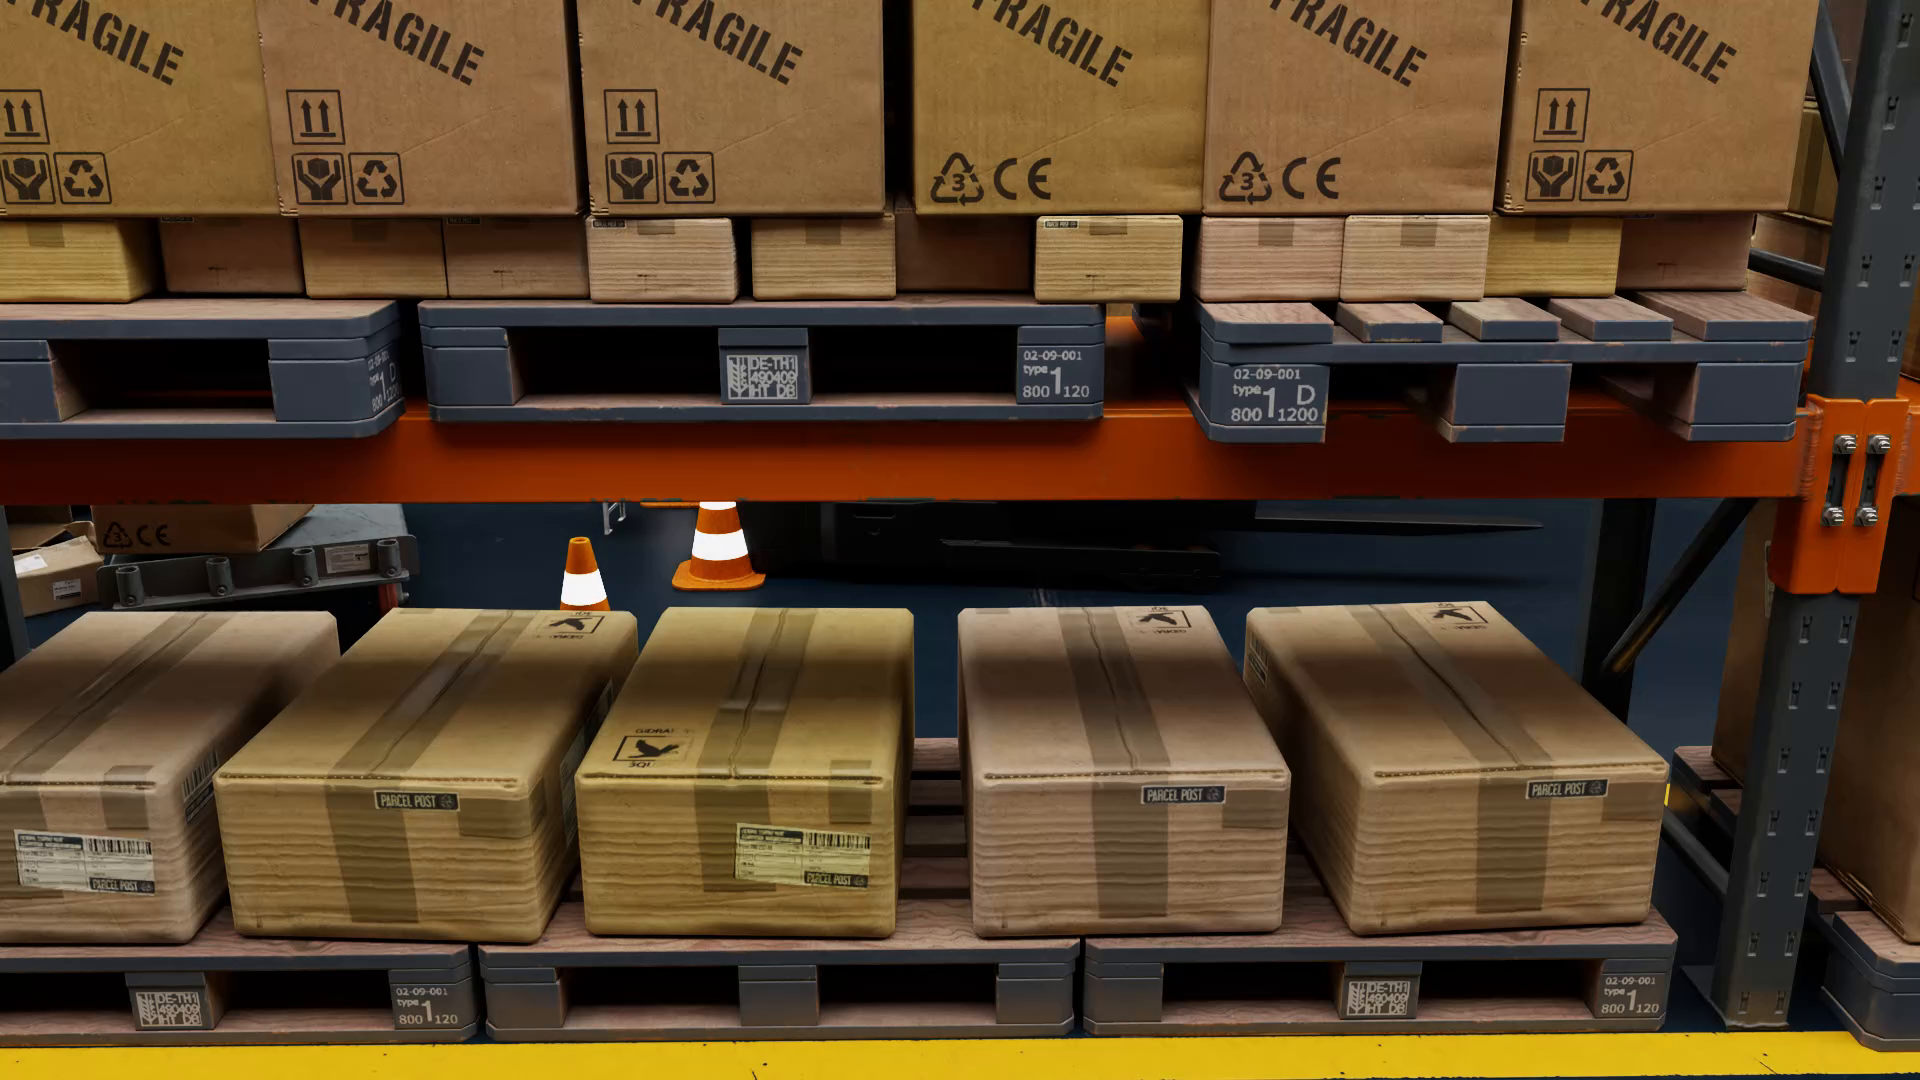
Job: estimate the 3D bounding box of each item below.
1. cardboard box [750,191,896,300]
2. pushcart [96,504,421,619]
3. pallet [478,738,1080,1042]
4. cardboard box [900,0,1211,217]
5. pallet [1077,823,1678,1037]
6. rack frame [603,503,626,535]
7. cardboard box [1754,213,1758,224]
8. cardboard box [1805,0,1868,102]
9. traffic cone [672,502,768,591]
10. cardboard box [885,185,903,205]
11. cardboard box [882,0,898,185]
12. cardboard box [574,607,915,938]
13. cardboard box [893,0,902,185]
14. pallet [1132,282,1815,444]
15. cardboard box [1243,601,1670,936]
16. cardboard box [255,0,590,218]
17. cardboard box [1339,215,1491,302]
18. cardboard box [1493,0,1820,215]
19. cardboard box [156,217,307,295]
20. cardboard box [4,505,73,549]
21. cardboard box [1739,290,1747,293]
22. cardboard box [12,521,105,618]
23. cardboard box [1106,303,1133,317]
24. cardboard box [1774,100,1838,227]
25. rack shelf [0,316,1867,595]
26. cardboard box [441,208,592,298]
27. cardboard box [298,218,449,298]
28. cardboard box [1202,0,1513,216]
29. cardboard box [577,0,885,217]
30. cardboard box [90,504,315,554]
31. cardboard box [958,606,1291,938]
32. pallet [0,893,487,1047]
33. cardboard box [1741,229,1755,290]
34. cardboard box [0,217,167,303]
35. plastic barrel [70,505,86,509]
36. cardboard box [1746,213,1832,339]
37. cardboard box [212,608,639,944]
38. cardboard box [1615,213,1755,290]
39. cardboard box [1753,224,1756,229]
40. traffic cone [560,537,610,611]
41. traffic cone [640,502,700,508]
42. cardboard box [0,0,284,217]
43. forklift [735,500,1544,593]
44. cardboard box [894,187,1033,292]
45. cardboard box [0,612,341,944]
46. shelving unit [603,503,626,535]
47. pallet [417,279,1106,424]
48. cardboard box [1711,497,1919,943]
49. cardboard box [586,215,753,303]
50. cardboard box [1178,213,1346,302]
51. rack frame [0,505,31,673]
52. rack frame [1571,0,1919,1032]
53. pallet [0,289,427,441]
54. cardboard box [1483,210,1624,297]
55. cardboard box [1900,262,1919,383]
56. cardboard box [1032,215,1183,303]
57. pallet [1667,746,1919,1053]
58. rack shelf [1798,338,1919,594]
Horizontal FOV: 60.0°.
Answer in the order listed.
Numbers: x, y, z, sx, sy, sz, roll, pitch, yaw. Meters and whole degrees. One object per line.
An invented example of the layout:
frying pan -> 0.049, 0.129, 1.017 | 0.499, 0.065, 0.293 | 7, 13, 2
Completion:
cardboard box -> -0.246, -0.549, 3.073 | 0.250, 0.149, 0.380 | -1, 18, -3
pushcart -> -2.460, -0.002, 5.937 | 0.936, 0.377, 1.648 | -7, 19, -20
pallet -> -0.372, 0.762, 3.826 | 1.213, 0.211, 1.003 | 0, 18, -1
cardboard box -> 0.154, -0.867, 3.003 | 0.500, 0.500, 0.500 | -1, 18, -5
pallet -> 0.844, 0.757, 3.842 | 1.213, 0.211, 1.003 | 0, 18, -1
rack frame -> -1.393, -0.627, 6.538 | 0.015, 1.200, 0.240 | 2, 18, 5
cardboard box -> 4.171, -1.545, 8.631 | 0.500, 0.250, 0.500 | 0, 18, 1
cardboard box -> 2.139, -1.180, 3.515 | 0.500, 0.500, 0.500 | -1, 18, -2
traffic cone -> -0.882, -0.087, 6.062 | 0.334, 0.463, 0.336 | 0, 18, -1
cardboard box -> -0.057, -0.698, 3.536 | 0.250, 0.149, 0.380 | 0, 18, 1
cardboard box -> -0.380, -1.022, 3.486 | 0.500, 0.500, 0.500 | -1, 18, -3
cardboard box -> -0.435, 0.485, 3.740 | 0.625, 0.372, 0.950 | 0, 18, 1
cardboard box -> 0.120, -1.022, 3.486 | 0.500, 0.500, 0.500 | 0, 18, 0
pallet -> 0.915, -0.447, 3.343 | 1.003, 0.211, 1.213 | 0, 18, -1
cardboard box -> 1.061, 0.477, 3.765 | 0.625, 0.372, 0.950 | -1, 18, -5
cardboard box -> -0.905, -0.859, 2.978 | 0.500, 0.500, 0.500 | 0, 18, -1
cardboard box -> 0.784, -0.543, 3.052 | 0.250, 0.149, 0.380 | 0, 18, -1
cardboard box -> 1.176, -0.876, 3.030 | 0.500, 0.500, 0.500 | -1, 18, -2
cardboard box -> -1.284, -0.564, 3.120 | 0.250, 0.149, 0.380 | 1, 18, 3
cardboard box -> -3.722, -0.200, 6.125 | 0.503, 0.637, 0.797 | 0, 18, -1
cardboard box -> 3.684, -1.030, 8.254 | 0.500, 0.500, 0.500 | -1, 18, -2
cardboard box -> -3.222, 0.096, 5.815 | 0.396, 0.266, 0.258 | -15, 23, -39
cardboard box -> 0.836, -1.239, 8.494 | 0.750, 0.750, 1.050 | -1, 18, -2
cardboard box -> 2.106, -0.821, 3.622 | 0.500, 0.250, 0.500 | 0, 18, -1
rack shelf -> -0.374, -0.222, 3.506 | 4.000, 0.370, 1.077 | 0, 18, -1
cardboard box -> -0.779, -0.554, 3.086 | 0.250, 0.149, 0.380 | 0, 18, 0
cardboard box -> -1.026, -0.553, 3.084 | 0.250, 0.149, 0.380 | 0, 18, 0
cardboard box -> 0.659, -0.870, 3.012 | 0.500, 0.500, 0.500 | -1, 18, -2
cardboard box -> -0.392, -0.865, 2.996 | 0.500, 0.500, 0.500 | -1, 18, -3
cardboard box -> -2.432, -0.269, 5.327 | 0.500, 0.500, 0.500 | 0, 18, -1
cardboard box -> 0.323, 0.483, 3.746 | 0.625, 0.372, 0.950 | -1, 18, -2
pallet -> -1.595, 0.769, 3.805 | 1.213, 0.211, 1.003 | 0, 18, -1
cardboard box -> 3.663, -1.385, 8.133 | 0.500, 0.250, 0.500 | -1, 18, -3
cardboard box -> -1.566, -0.540, 3.043 | 0.250, 0.149, 0.380 | 0, 18, 0
plastic barrel -> -3.663, -0.365, 6.993 | 0.421, 0.421, 0.512 | 14, 22, 37
cardboard box -> 2.127, -0.584, 3.704 | 0.500, 0.250, 0.500 | -1, 18, -3
cardboard box -> -1.131, 0.489, 3.728 | 0.625, 0.372, 0.950 | 1, 18, 3
cardboard box -> 1.302, -0.581, 3.172 | 0.250, 0.149, 0.380 | 0, 18, 1
cardboard box -> 4.191, -1.392, 8.154 | 0.500, 0.250, 0.500 | 1, 18, 2
traffic cone -> -1.156, 0.220, 5.105 | 0.334, 0.463, 0.336 | 0, 18, -1
traffic cone -> -1.188, -0.403, 7.047 | 0.334, 0.463, 0.336 | 0, 18, -1
cardboard box -> -1.400, -0.861, 2.983 | 0.500, 0.500, 0.500 | 0, 18, -1
forklift -> 0.621, -1.377, 6.042 | 3.031, 2.935, 1.130 | 2, 18, 5
cardboard box -> 0.004, -0.576, 3.155 | 0.250, 0.149, 0.380 | 0, 18, 0
cardboard box -> -1.849, 0.493, 3.714 | 0.625, 0.372, 0.950 | 0, 18, 0
shelving unit -> -1.150, -0.620, 6.516 | 0.503, 1.200, 0.258 | 2, 18, 5
pallet -> -0.353, -0.461, 3.387 | 1.213, 0.211, 1.003 | 0, 18, -1
cardboard box -> 2.318, 0.260, 3.618 | 0.875, 0.875, 0.875 | 0, 18, -1
cardboard box -> -0.512, -0.539, 3.041 | 0.250, 0.149, 0.380 | 0, 18, 1
cardboard box -> 0.532, -0.544, 3.056 | 0.250, 0.149, 0.380 | -1, 18, -3
rack frame -> -2.374, -0.555, 3.366 | 0.127, 3.000, 1.000 | 0, 18, -1
rack frame -> 1.626, -0.574, 3.426 | 0.127, 3.000, 1.000 | 0, 18, -1
pallet -> -1.607, -0.423, 3.268 | 1.213, 0.211, 1.003 | 0, 18, -1
cardboard box -> 1.035, -0.558, 3.099 | 0.250, 0.149, 0.380 | 0, 18, 0
cardboard box -> 2.119, -0.428, 3.217 | 0.500, 0.250, 0.500 | -1, 18, -2
cardboard box -> 0.257, -0.538, 3.039 | 0.250, 0.149, 0.380 | 0, 18, 0
pallet -> 2.415, 0.773, 3.792 | 1.213, 0.211, 1.003 | 0, 18, -1
rack shelf -> 3.626, -0.241, 3.566 | 4.000, 0.370, 1.077 | 0, 18, -1
